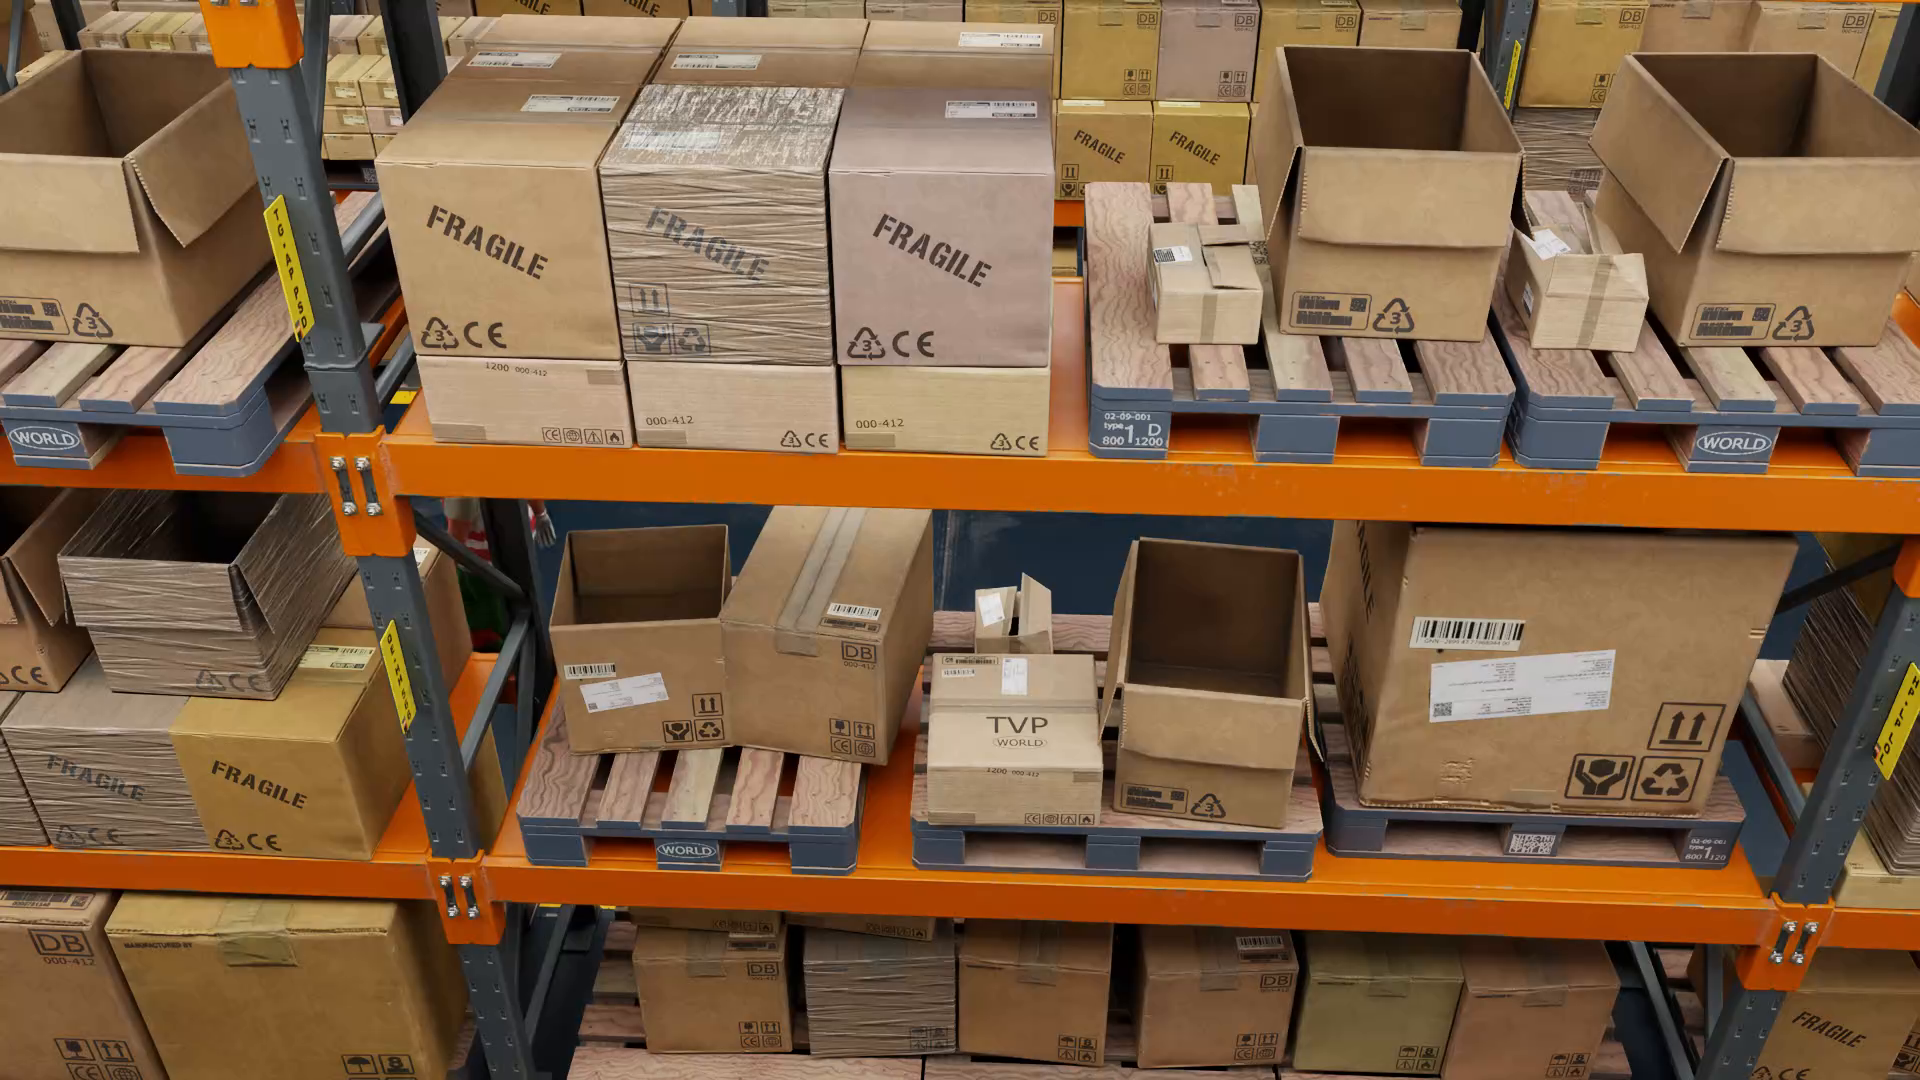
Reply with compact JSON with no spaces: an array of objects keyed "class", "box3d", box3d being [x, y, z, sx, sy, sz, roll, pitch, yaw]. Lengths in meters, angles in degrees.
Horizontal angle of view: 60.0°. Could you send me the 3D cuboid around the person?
[{"class":"person","box3d":[-2.006,0.054,7.033,0.619,1.842,0.599,5,36,6]}]
